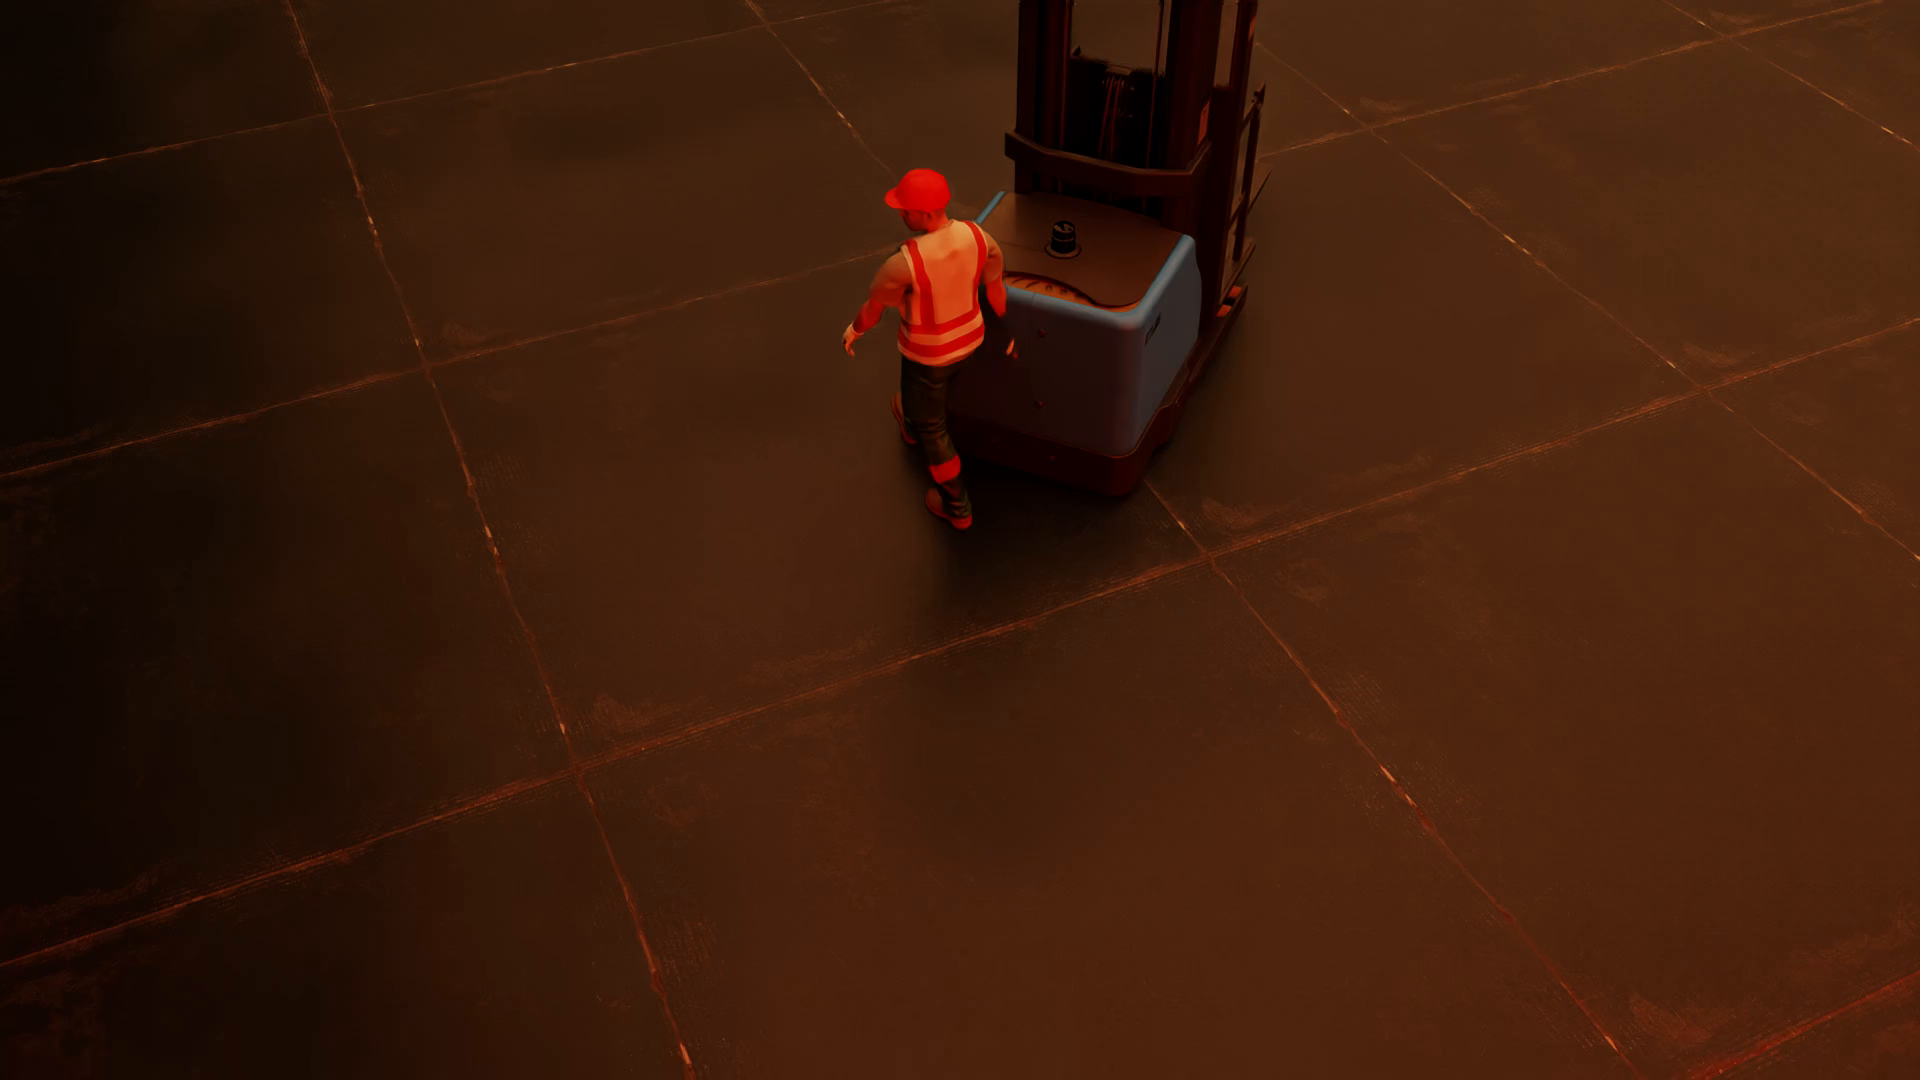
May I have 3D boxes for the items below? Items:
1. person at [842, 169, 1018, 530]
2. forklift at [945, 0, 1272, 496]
[{"bbox_3d":[-0.156,-0.973,7.596,0.730,1.734,0.904,-28,50,-27],"label":"person"},{"bbox_3d":[0.929,-2.295,8.139,1.130,2.935,3.031,17,46,17],"label":"forklift"}]
